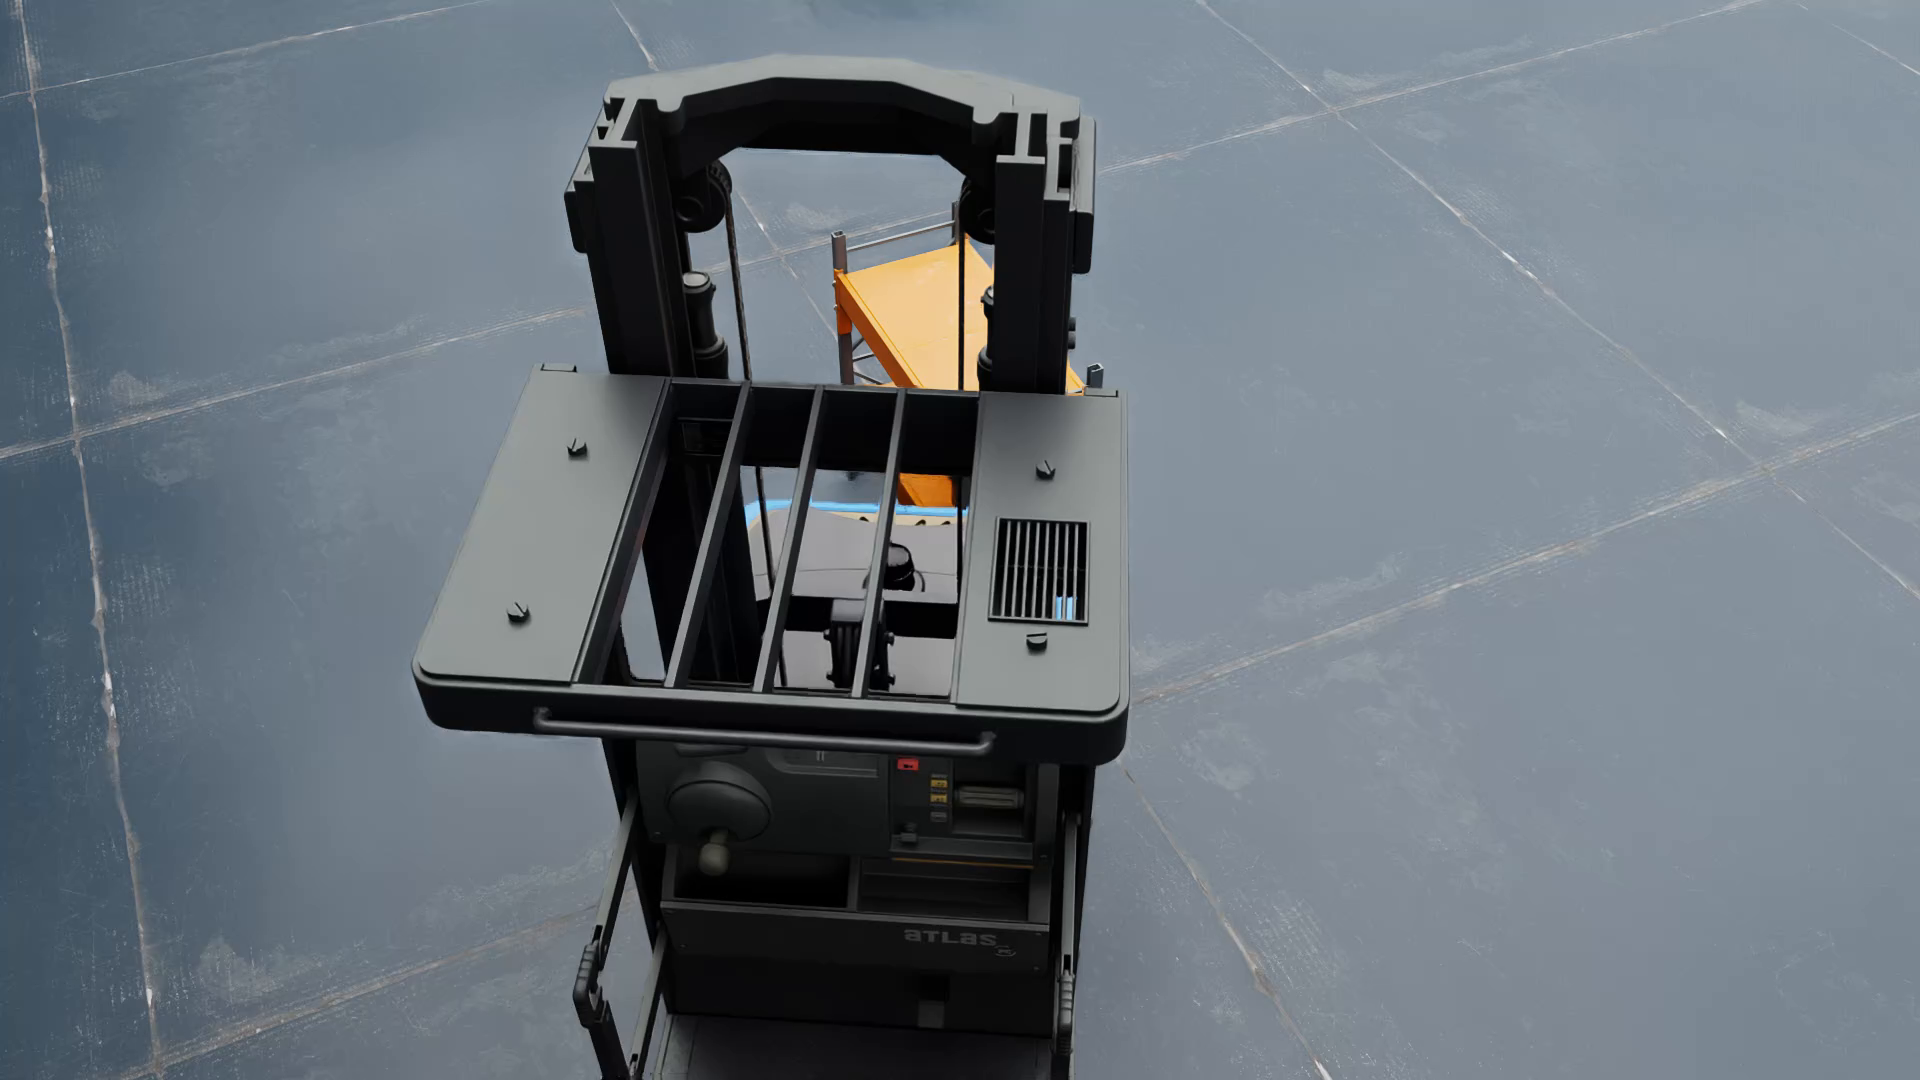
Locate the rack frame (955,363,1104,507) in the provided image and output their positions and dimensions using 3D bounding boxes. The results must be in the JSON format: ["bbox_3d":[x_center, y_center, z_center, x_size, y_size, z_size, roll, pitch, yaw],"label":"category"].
[{"bbox_3d":[0.217,-0.072,5.522,0.500,1.125,0.032,-18,47,-17],"label":"rack frame"}]

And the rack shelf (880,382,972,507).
[{"bbox_3d":[0.003,-0.222,6.022,0.538,0.278,1.000,-18,47,-17],"label":"rack shelf"}]

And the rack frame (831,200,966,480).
[{"bbox_3d":[-0.211,-0.720,6.179,0.500,1.125,0.032,-18,47,-17],"label":"rack frame"}]

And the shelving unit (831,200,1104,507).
[{"bbox_3d":[0.003,-0.396,5.851,0.538,1.125,1.048,-18,47,-17],"label":"shelving unit"}]

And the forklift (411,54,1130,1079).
[{"bbox_3d":[-0.261,0.648,3.506,1.130,2.935,3.031,3,45,3],"label":"forklift"}]

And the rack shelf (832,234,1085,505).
[{"bbox_3d":[0.003,-0.604,5.645,0.538,0.278,1.000,-18,47,-17],"label":"rack shelf"}]
